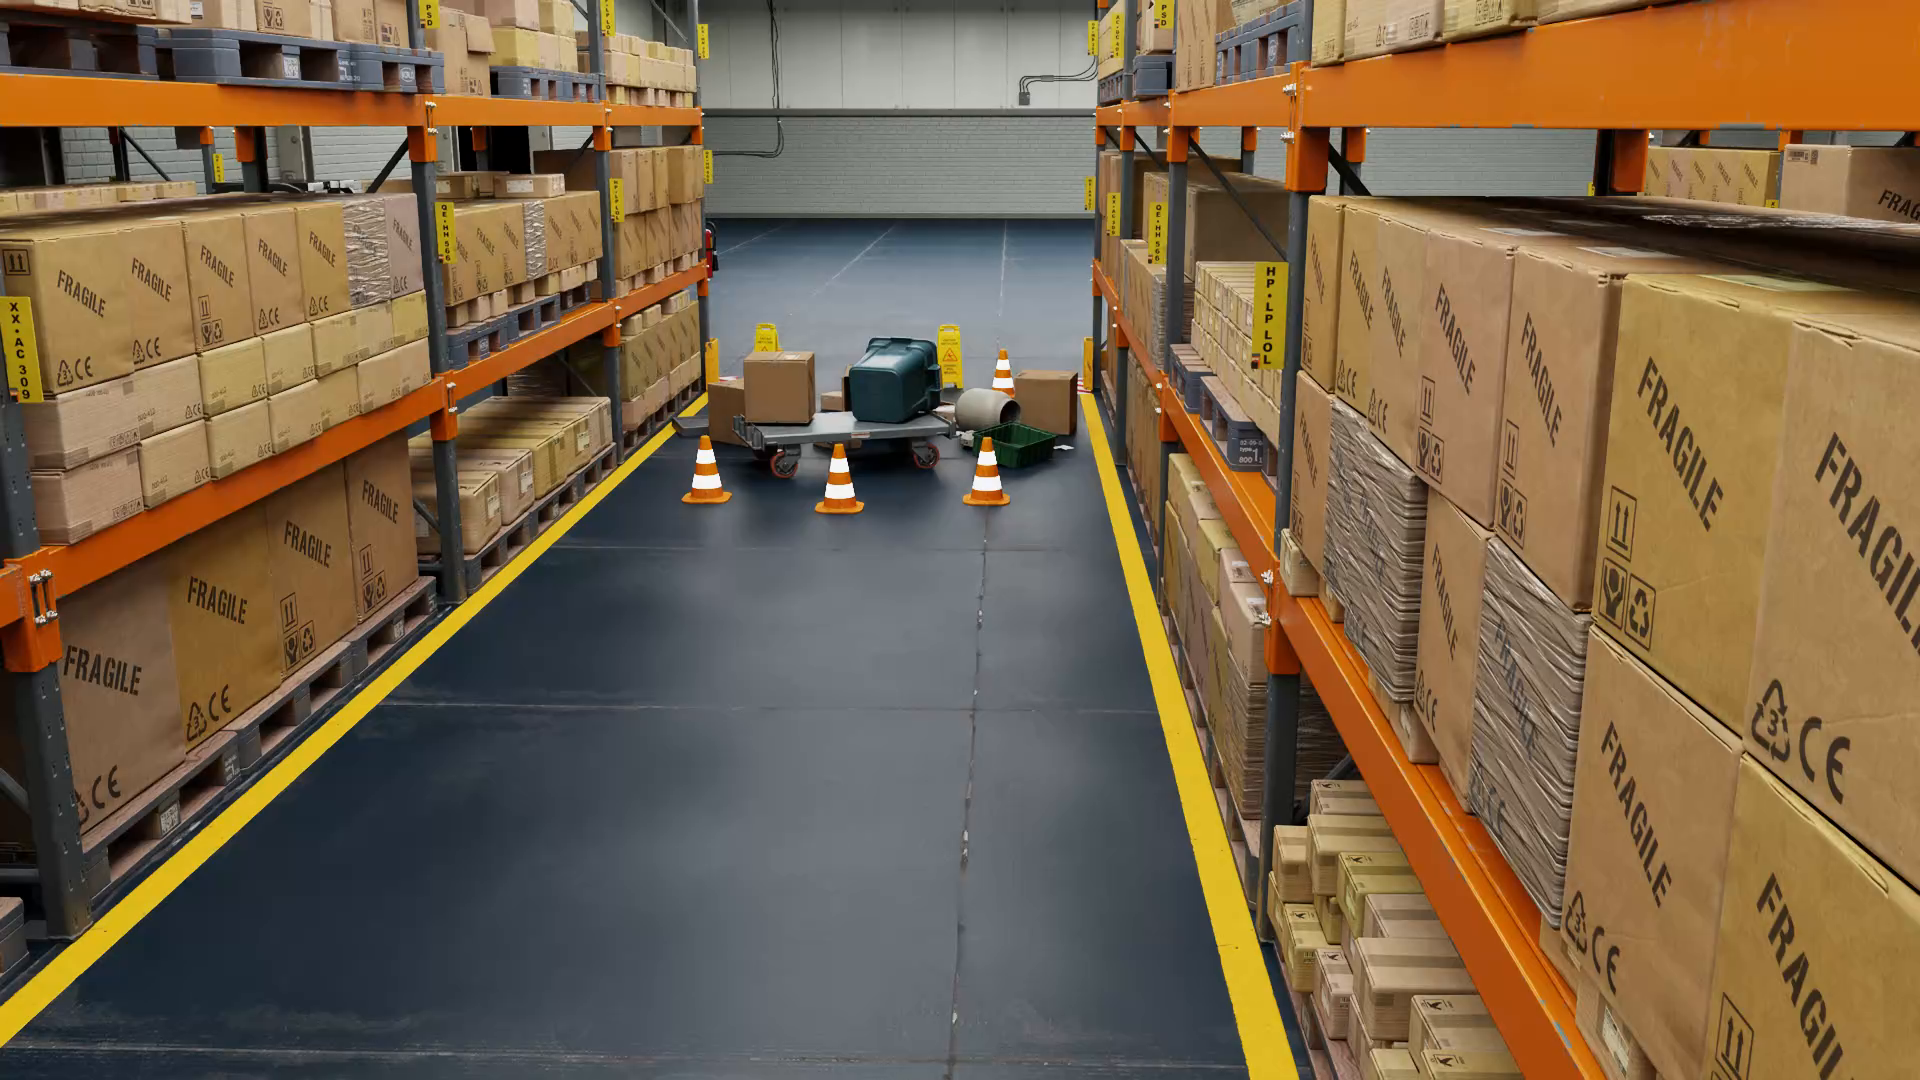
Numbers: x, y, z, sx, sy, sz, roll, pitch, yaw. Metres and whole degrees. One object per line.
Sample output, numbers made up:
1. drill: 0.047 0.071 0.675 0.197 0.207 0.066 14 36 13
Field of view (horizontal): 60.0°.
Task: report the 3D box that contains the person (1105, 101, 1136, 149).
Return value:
1. person: -1.115 -0.885 6.237 12.306 2.400 19.130 -5 15 -18
